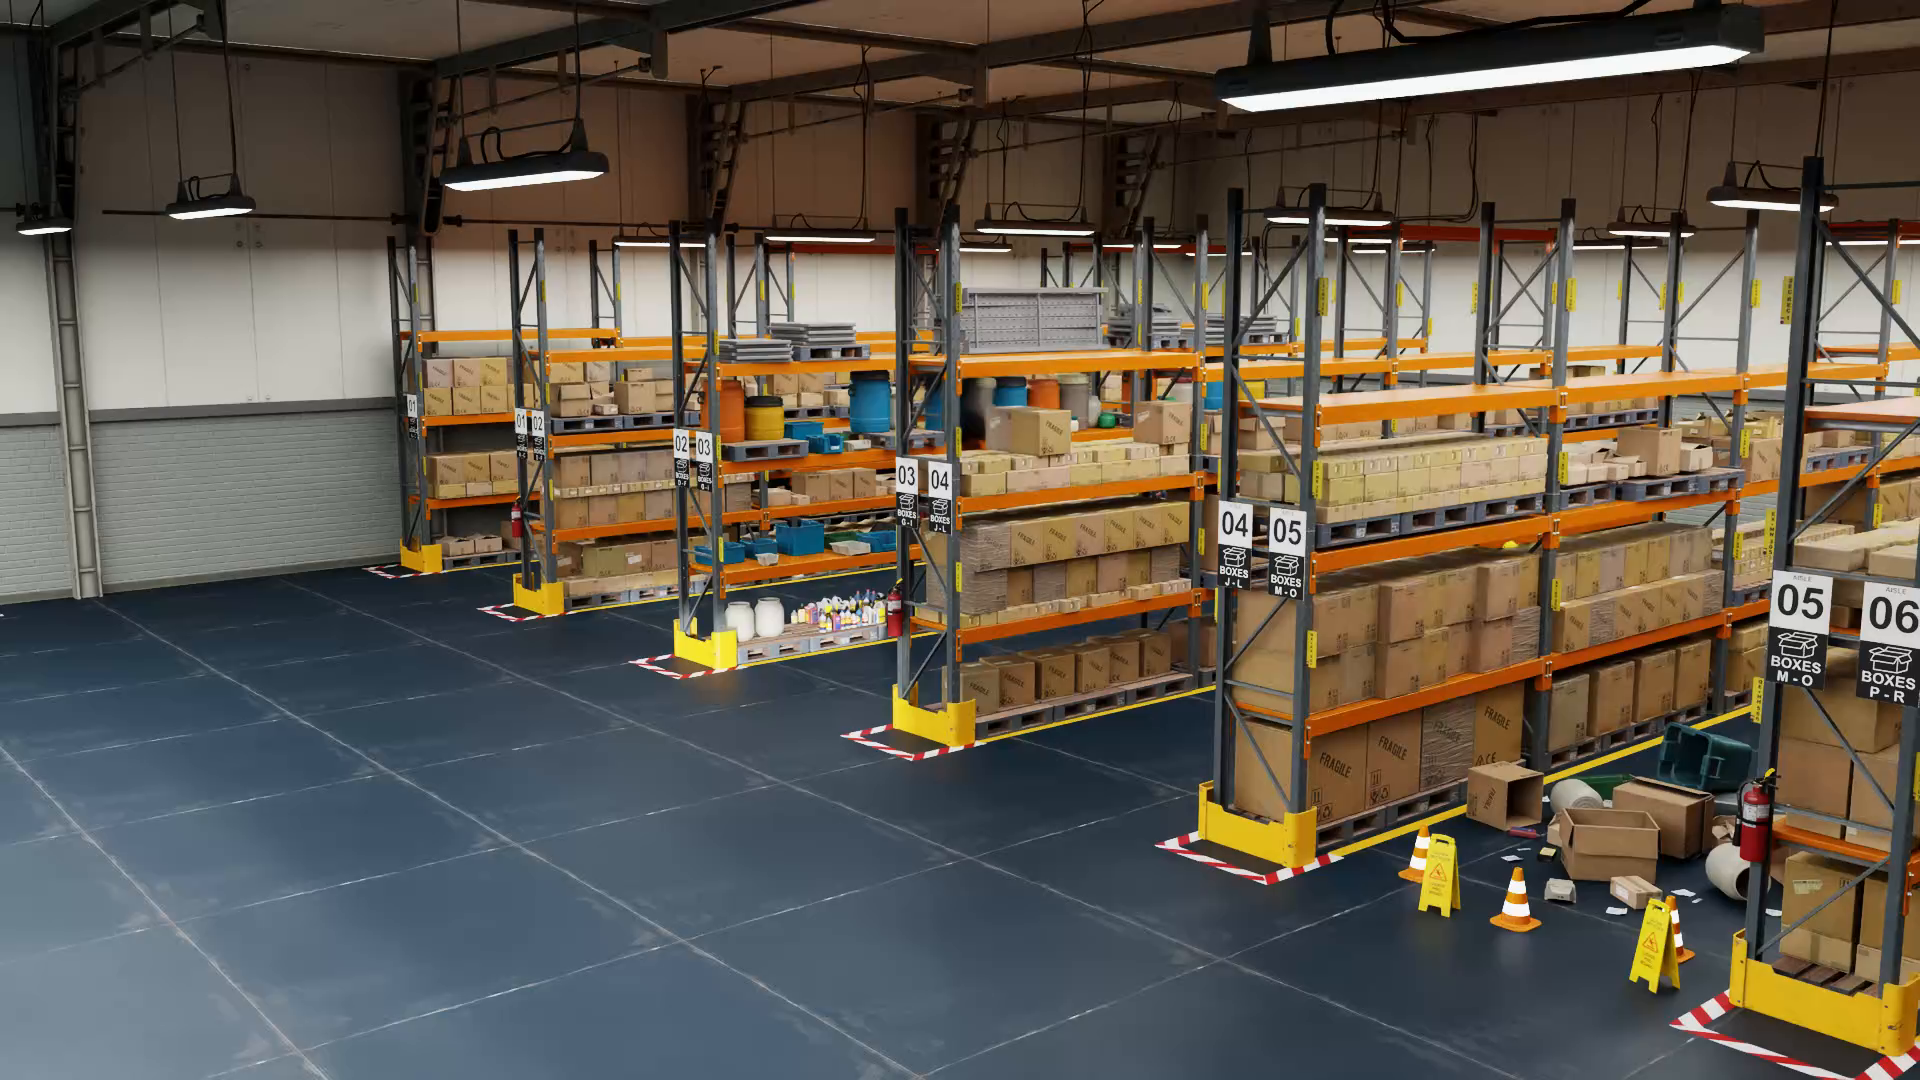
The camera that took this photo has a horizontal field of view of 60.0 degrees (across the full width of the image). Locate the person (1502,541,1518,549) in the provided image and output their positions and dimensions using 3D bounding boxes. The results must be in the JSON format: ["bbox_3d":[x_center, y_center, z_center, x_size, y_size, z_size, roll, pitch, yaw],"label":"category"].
[{"bbox_3d":[7.680,0.830,22.993,0.693,1.689,0.781,8,12,44],"label":"person"}]
